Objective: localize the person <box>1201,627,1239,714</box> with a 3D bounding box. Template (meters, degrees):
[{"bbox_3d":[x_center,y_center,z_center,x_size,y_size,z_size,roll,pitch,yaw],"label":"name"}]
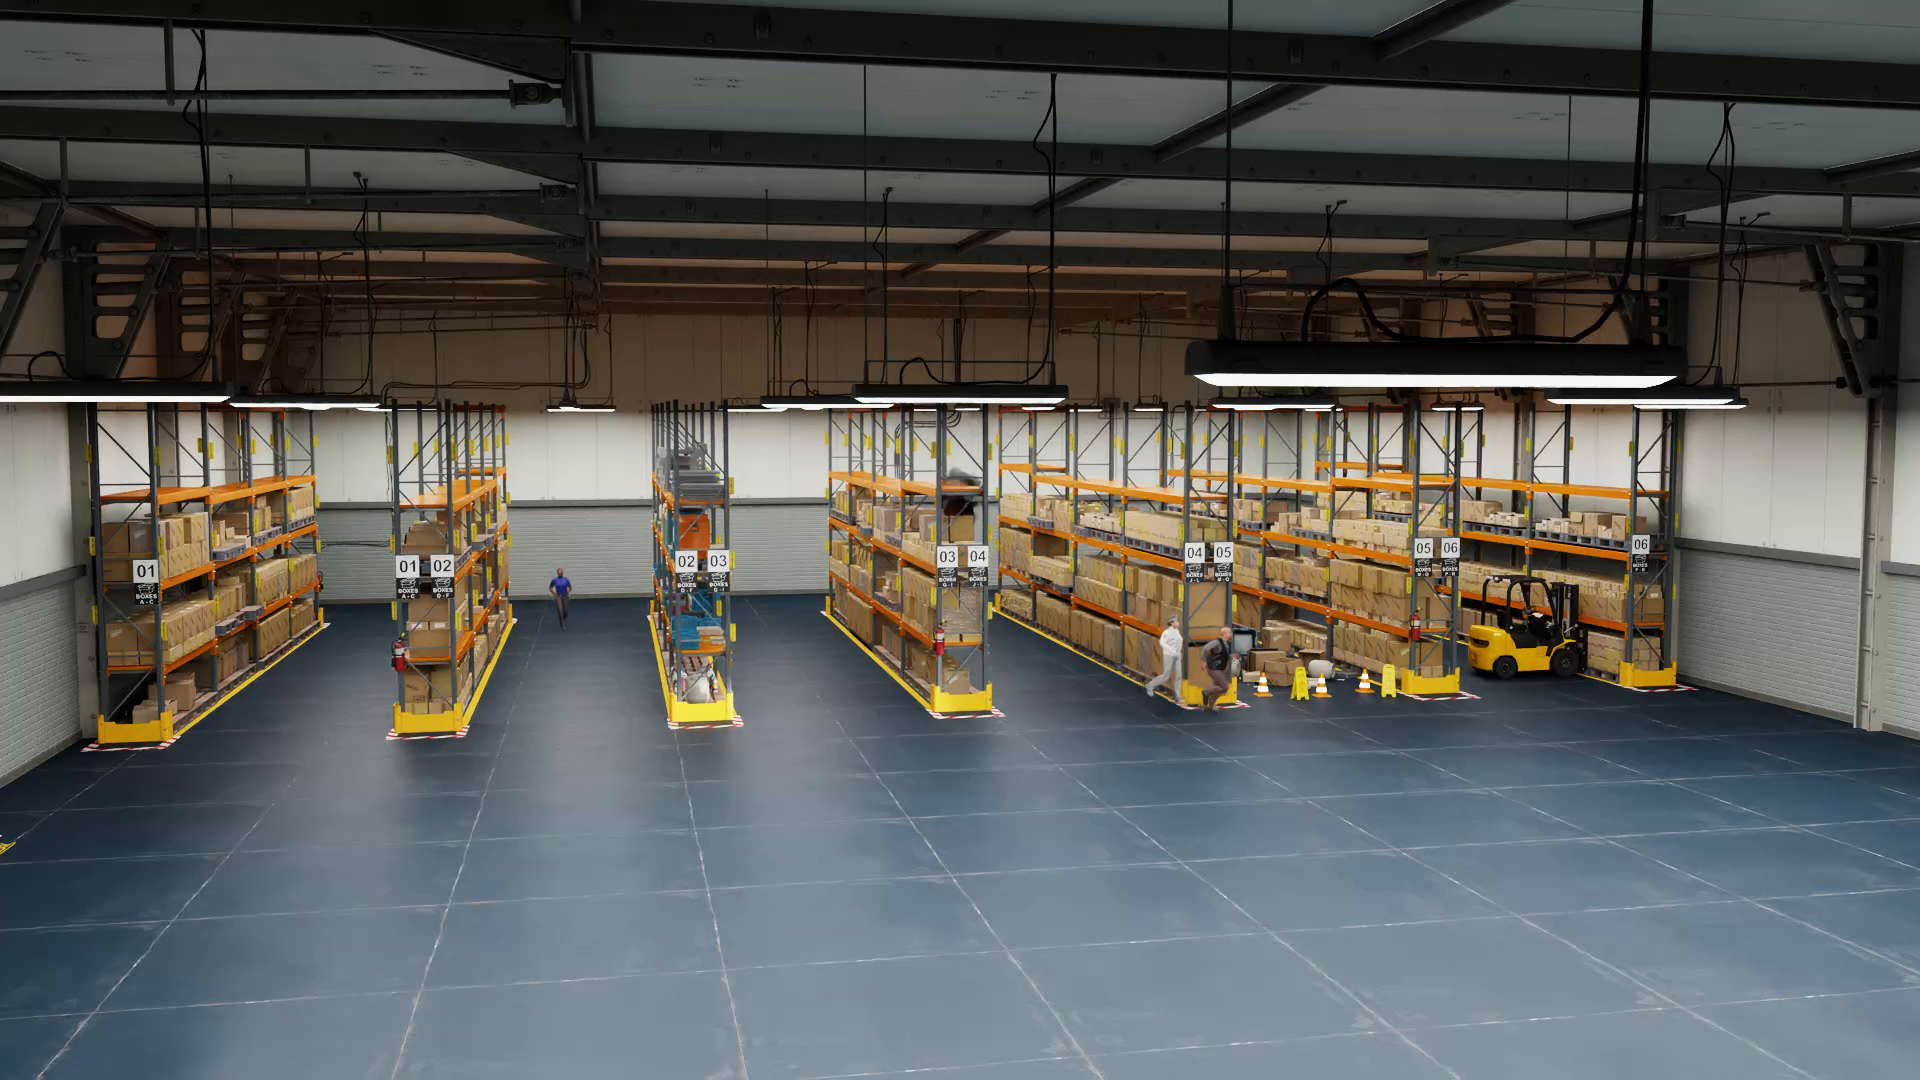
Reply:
[{"bbox_3d":[4.902,2.458,31.282,0.702,1.657,0.646,2,5,30],"label":"person"}]

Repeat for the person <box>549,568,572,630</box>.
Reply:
[{"bbox_3d":[-10.668,1.573,44.429,0.591,1.623,0.725,-2,5,-22],"label":"person"}]

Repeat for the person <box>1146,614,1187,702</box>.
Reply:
[{"bbox_3d":[4.120,2.254,32.039,0.839,1.650,0.675,4,6,41],"label":"person"}]
